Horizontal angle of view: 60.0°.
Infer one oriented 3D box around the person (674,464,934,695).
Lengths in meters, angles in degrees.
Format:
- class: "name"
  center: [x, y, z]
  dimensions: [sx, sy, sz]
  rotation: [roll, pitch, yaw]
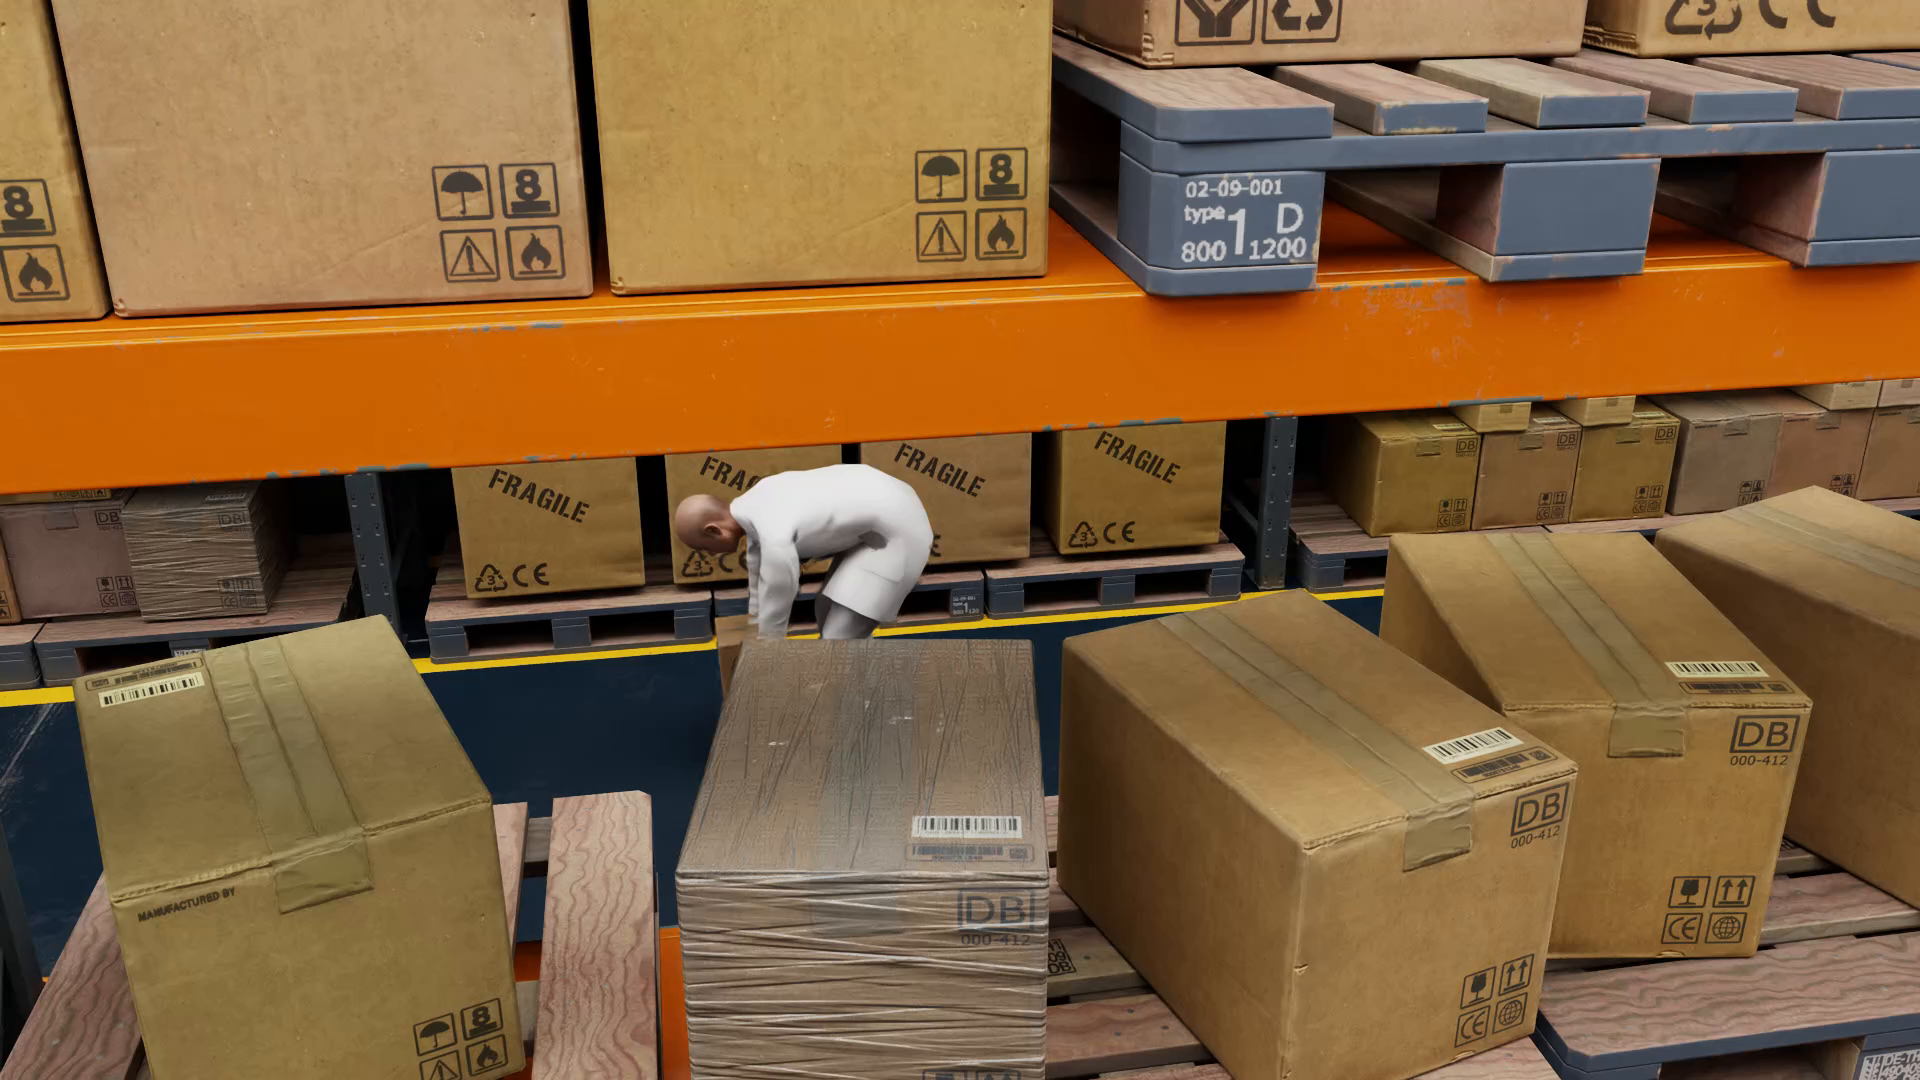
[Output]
- class: "person"
  center: [-0.573, 0.281, 6.288]
  dimensions: [0.950, 1.126, 0.562]
  rotation: [-5, 24, -12]
